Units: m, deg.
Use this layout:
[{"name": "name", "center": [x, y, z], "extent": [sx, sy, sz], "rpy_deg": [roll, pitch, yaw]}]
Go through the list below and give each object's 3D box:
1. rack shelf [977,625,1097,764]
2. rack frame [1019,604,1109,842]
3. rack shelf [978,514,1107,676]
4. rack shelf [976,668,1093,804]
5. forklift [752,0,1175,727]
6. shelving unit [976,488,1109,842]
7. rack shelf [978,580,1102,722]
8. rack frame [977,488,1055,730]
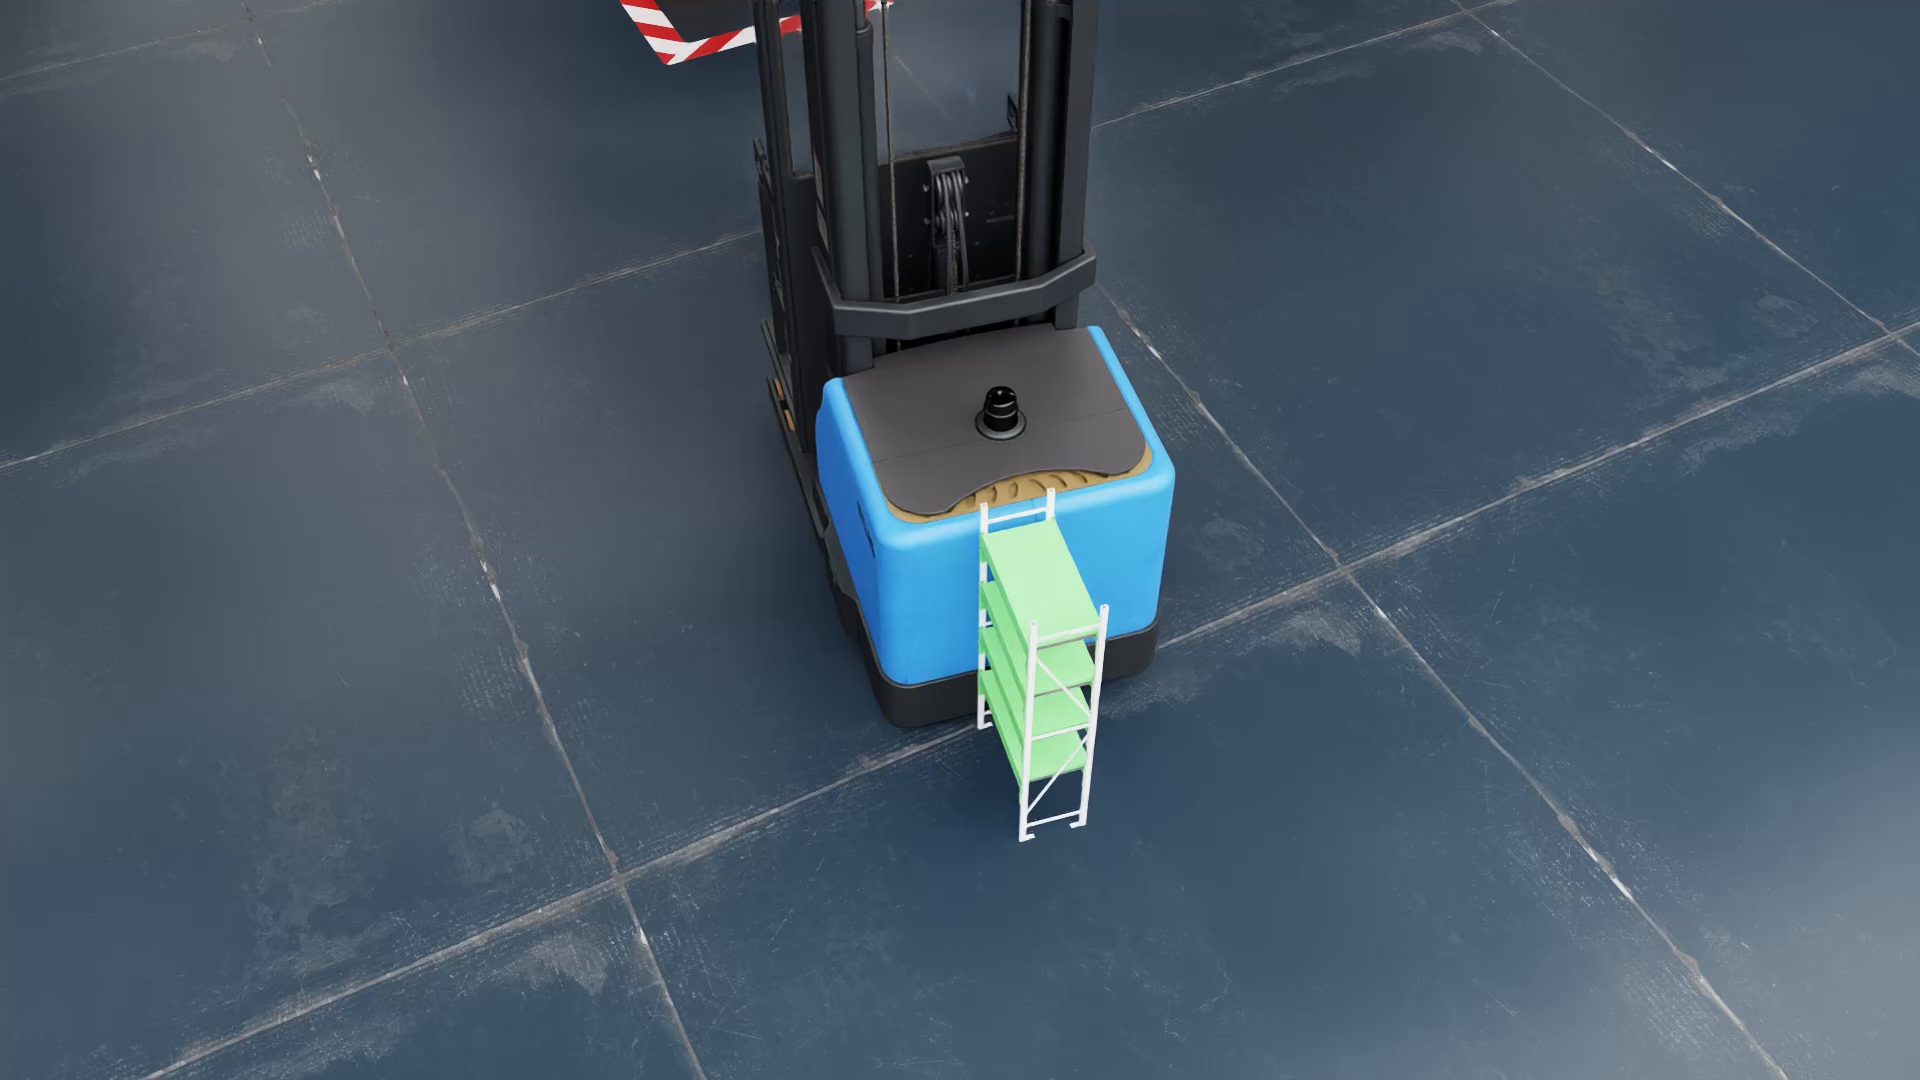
[{"name": "rack shelf", "center": [0.249, 0.481, 5.510], "extent": [0.258, 0.148, 0.480], "rpy_deg": [-13, 50, -11]}, {"name": "rack frame", "center": [0.319, 0.615, 5.308], "extent": [0.240, 1.200, 0.015], "rpy_deg": [-13, 50, -11]}, {"name": "rack shelf", "center": [0.249, 0.165, 5.149], "extent": [0.258, 0.148, 0.480], "rpy_deg": [-13, 50, -11]}, {"name": "rack shelf", "center": [0.249, 0.639, 5.690], "extent": [0.258, 0.148, 0.480], "rpy_deg": [-13, 50, -11]}, {"name": "forklift", "center": [-0.185, -1.432, 5.948], "extent": [1.130, 2.935, 3.031], "rpy_deg": [-13, 50, -11]}, {"name": "shelving unit", "center": [0.249, 0.439, 5.462], "extent": [0.258, 1.200, 0.503], "rpy_deg": [-13, 50, -11]}, {"name": "rack shelf", "center": [0.249, 0.323, 5.329], "extent": [0.258, 0.148, 0.480], "rpy_deg": [-13, 50, -11]}, {"name": "rack frame", "center": [0.180, 0.263, 5.616], "extent": [0.240, 1.200, 0.015], "rpy_deg": [-13, 50, -11]}]
